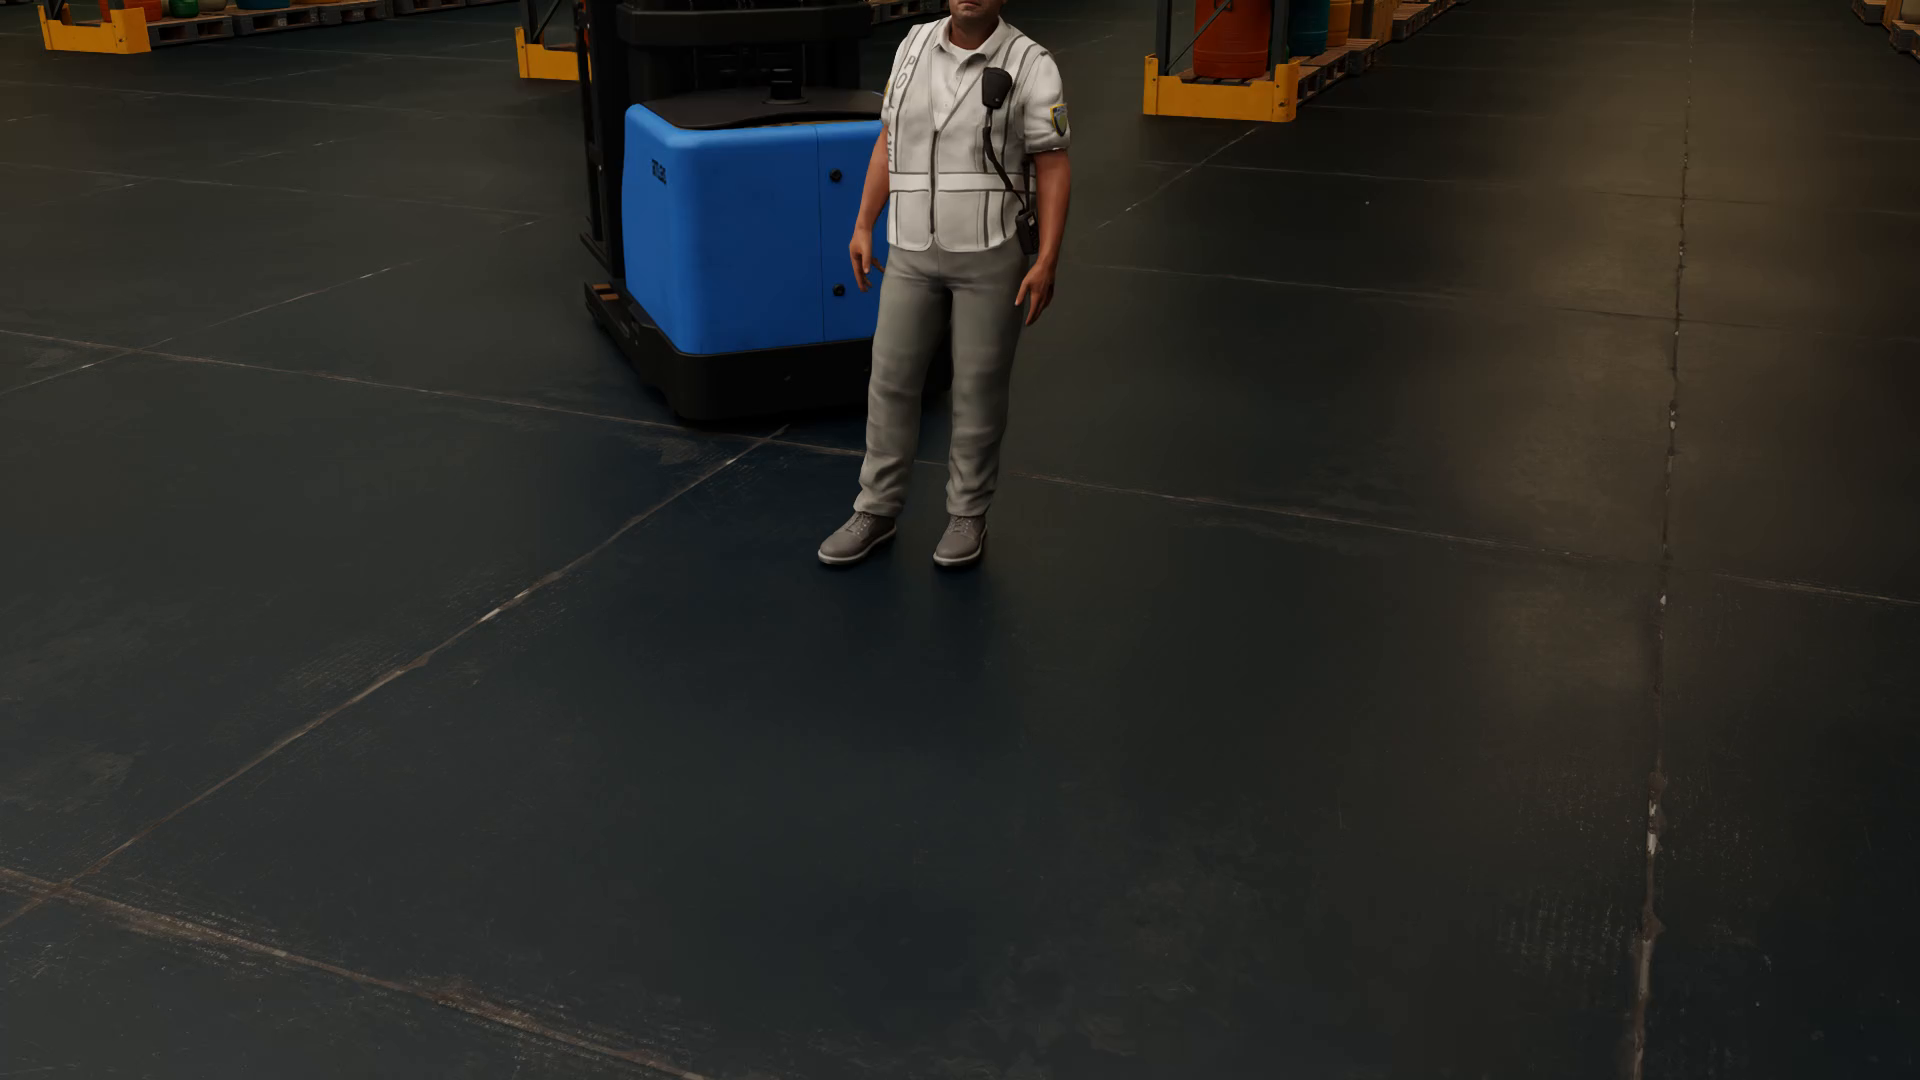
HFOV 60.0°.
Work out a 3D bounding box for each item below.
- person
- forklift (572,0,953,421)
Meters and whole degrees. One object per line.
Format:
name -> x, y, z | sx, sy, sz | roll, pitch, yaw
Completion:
person -> -0.041, -0.803, 4.685 | 0.640, 1.781, 0.575 | 9, 24, 21
forklift -> -1.036, -2.316, 6.833 | 1.130, 2.935, 3.031 | -9, 24, -20
